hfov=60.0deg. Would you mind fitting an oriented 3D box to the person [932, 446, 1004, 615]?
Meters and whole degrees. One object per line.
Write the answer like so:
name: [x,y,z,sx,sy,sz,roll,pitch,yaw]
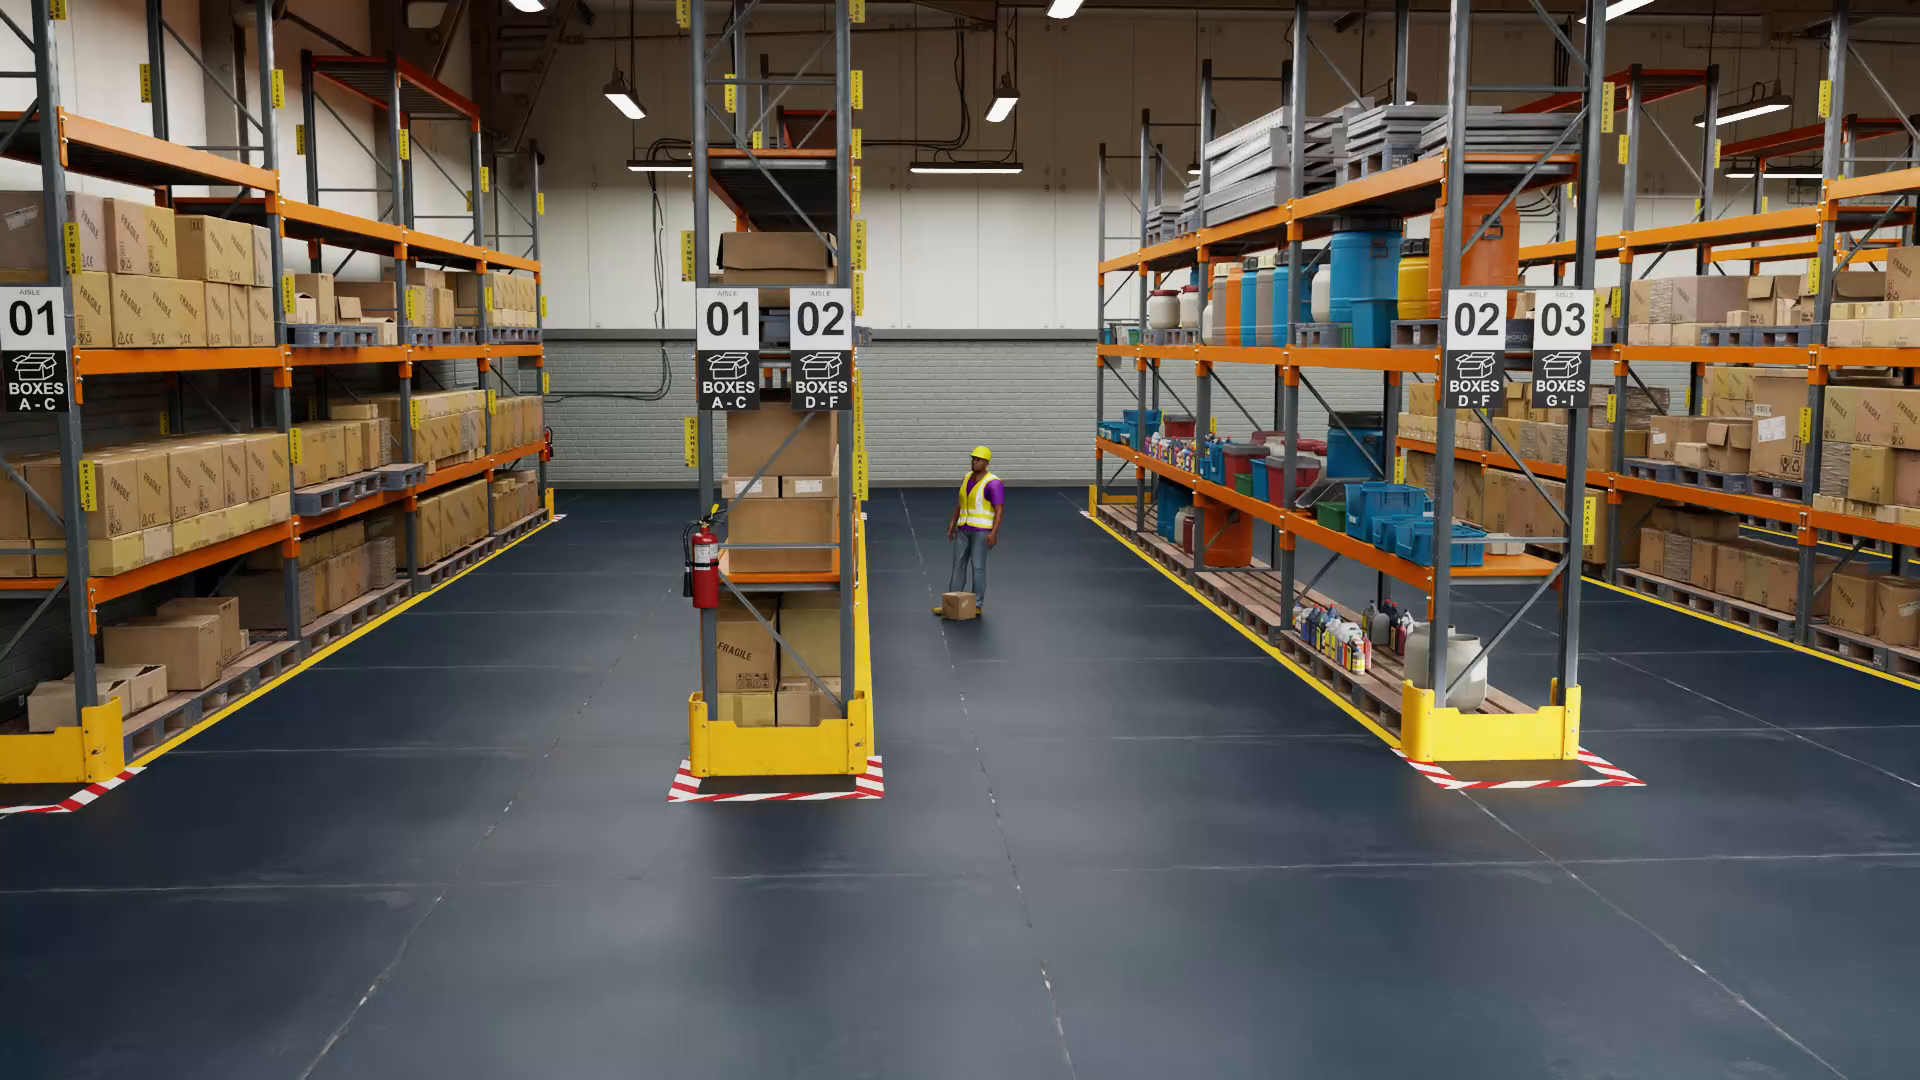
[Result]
person: [0.105,-0.096,17.371,0.665,1.767,0.575,7,9,44]
